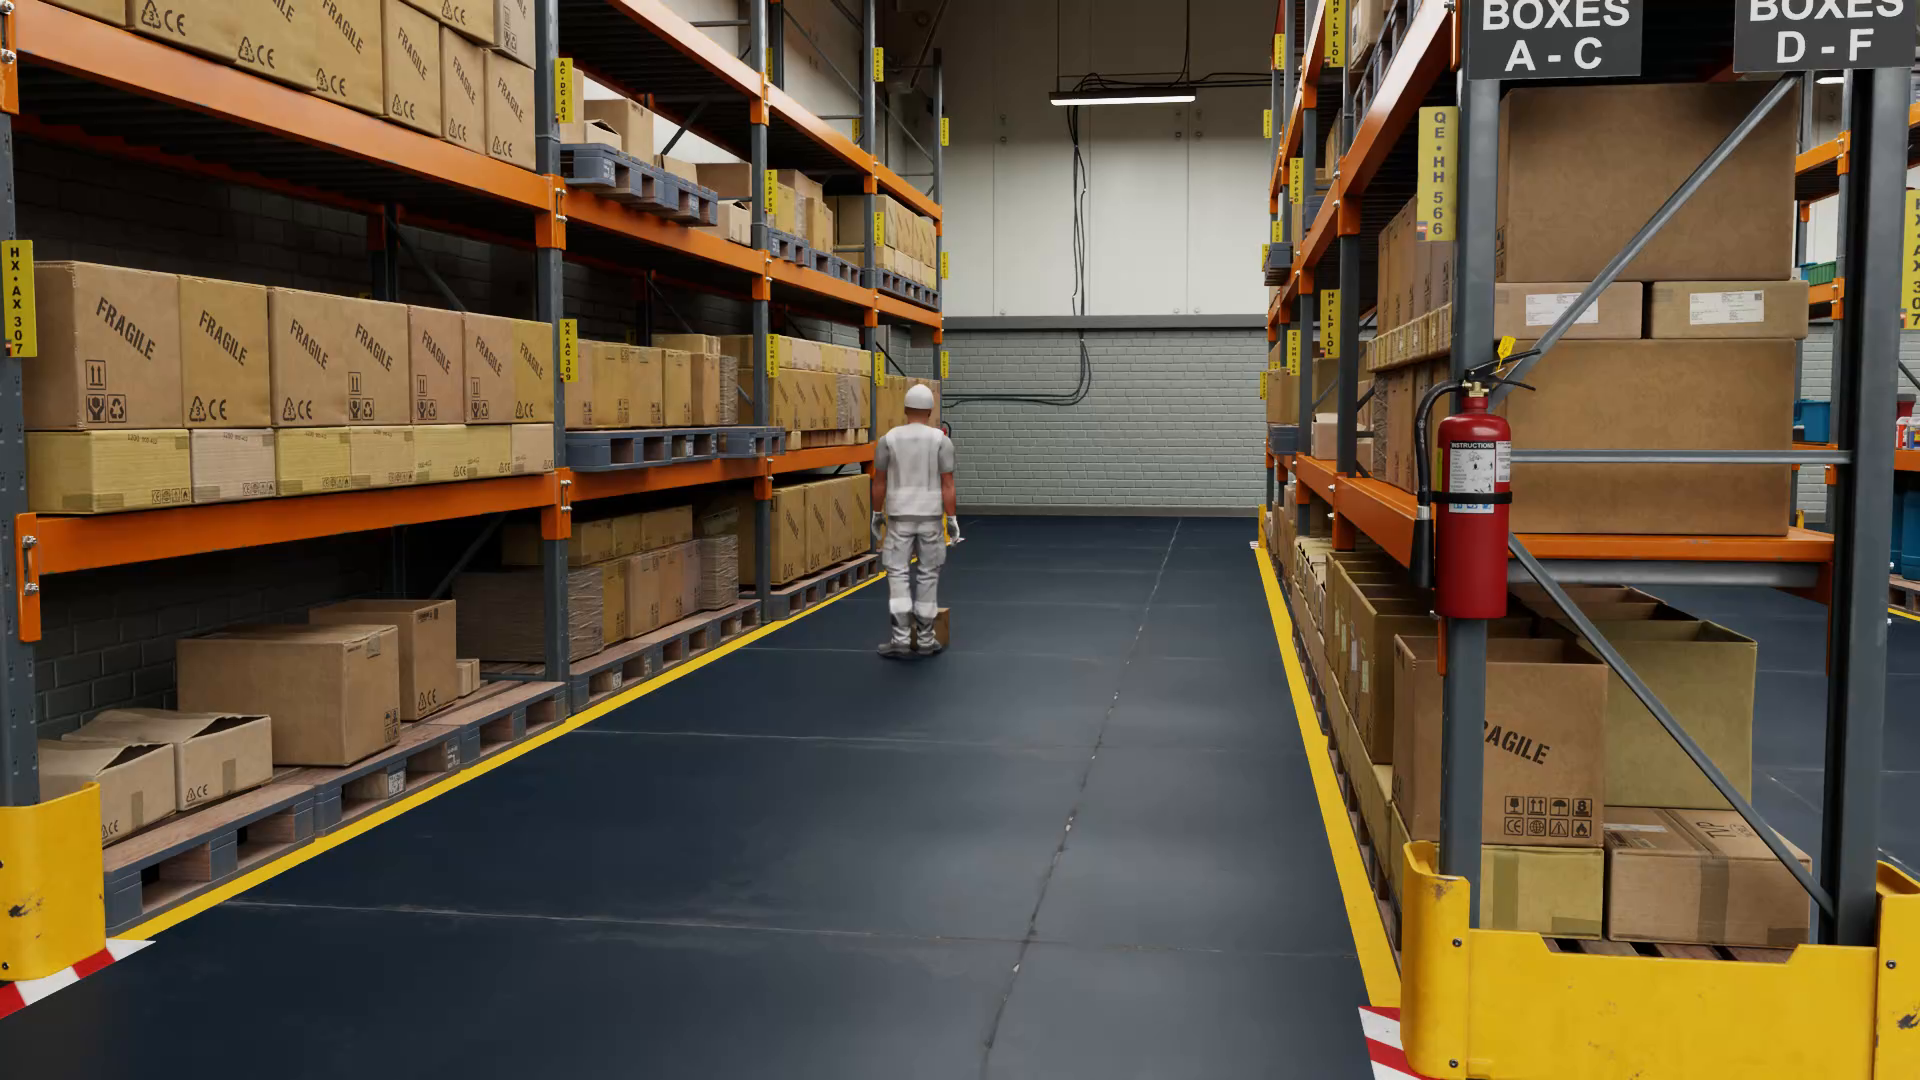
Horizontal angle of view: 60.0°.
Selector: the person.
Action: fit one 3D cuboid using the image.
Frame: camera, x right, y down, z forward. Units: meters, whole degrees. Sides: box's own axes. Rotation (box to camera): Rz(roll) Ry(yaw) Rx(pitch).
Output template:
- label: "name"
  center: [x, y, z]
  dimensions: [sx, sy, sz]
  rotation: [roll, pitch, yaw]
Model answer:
- label: "person"
  center: [-0.296, -0.131, 10.979]
  dimensions: [0.590, 1.794, 0.463]
  rotation: [0, 4, 1]
